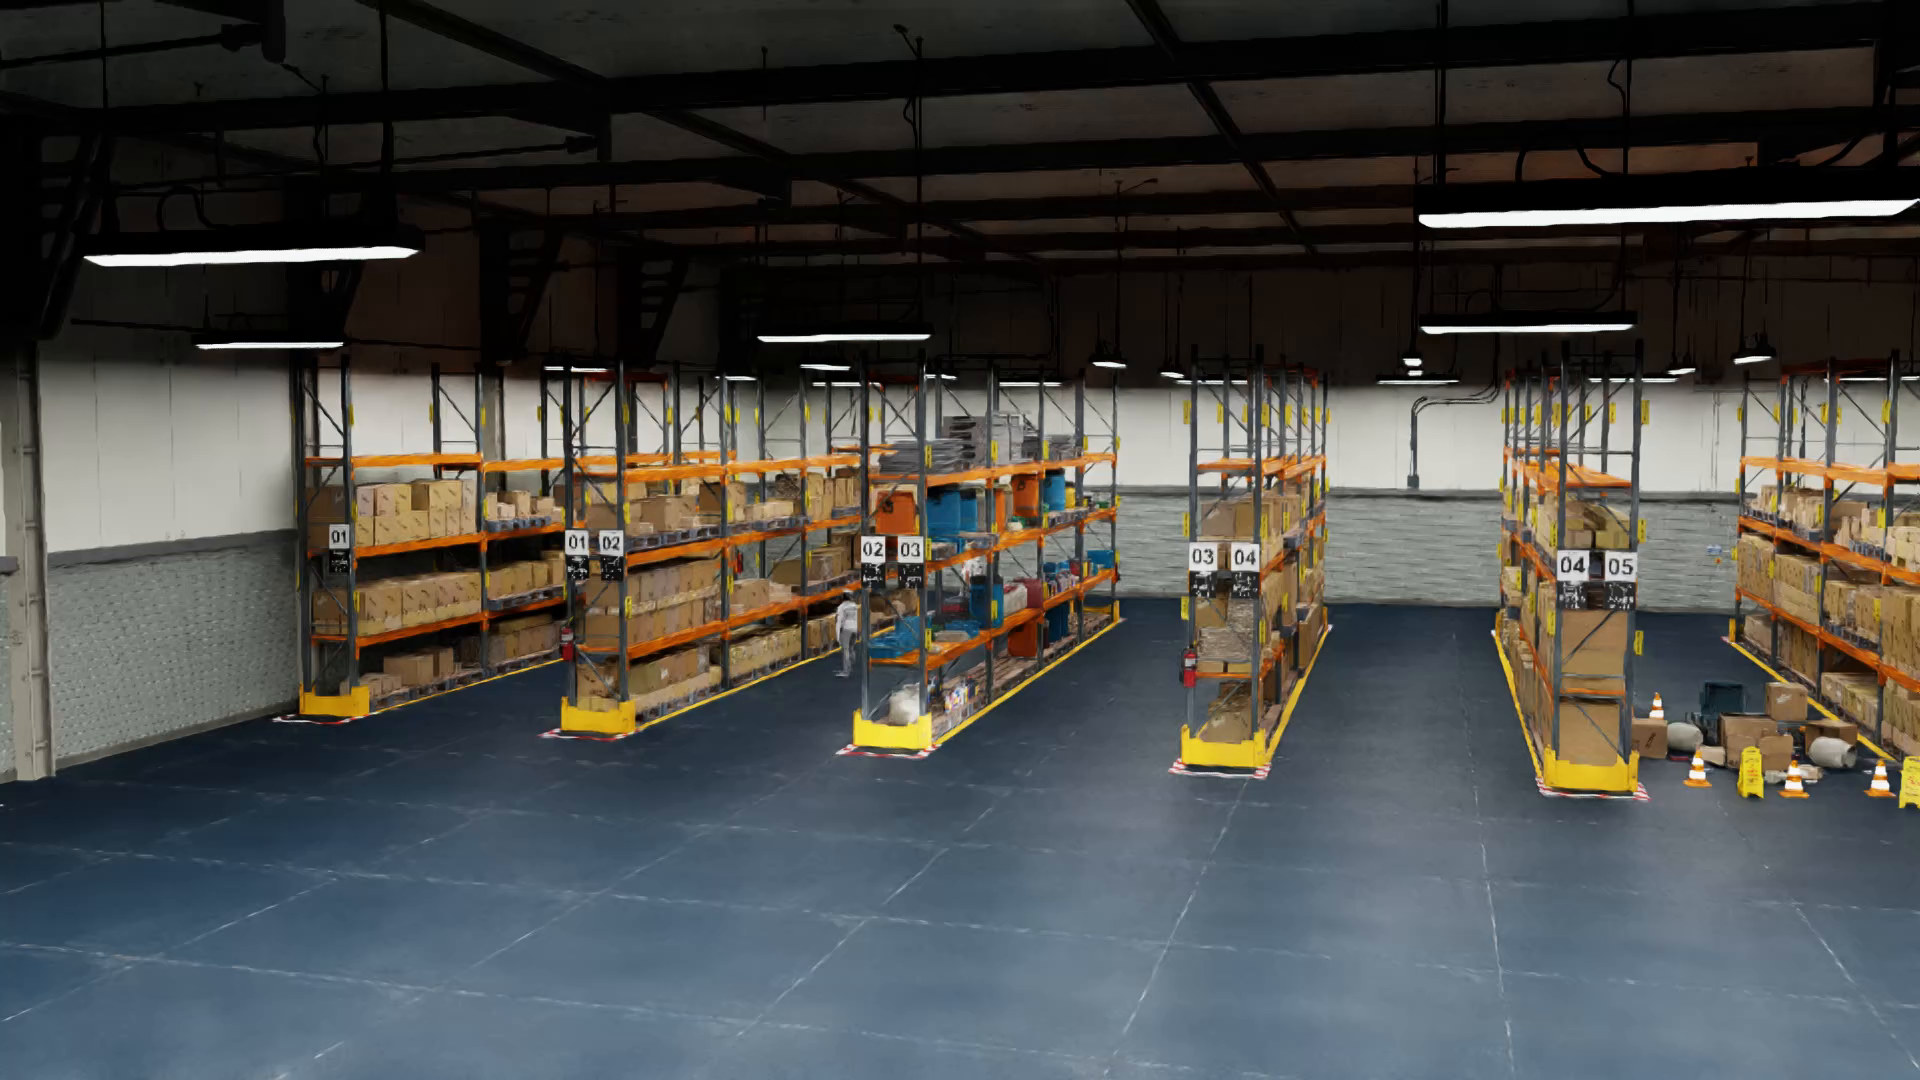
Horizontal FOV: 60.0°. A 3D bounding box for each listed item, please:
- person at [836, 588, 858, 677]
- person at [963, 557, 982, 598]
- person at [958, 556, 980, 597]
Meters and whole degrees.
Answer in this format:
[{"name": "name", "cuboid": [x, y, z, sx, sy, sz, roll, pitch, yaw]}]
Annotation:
[{"name": "person", "cuboid": [-2.201, 1.767, 31.872, 0.460, 1.677, 0.525, 4, 6, 45]}, {"name": "person", "cuboid": [0.314, 1.037, 41.013, 0.421, 1.763, 0.640, 3, 5, 30]}, {"name": "person", "cuboid": [0.191, 0.796, 44.322, 0.718, 1.781, 0.471, -2, 5, -27]}]
